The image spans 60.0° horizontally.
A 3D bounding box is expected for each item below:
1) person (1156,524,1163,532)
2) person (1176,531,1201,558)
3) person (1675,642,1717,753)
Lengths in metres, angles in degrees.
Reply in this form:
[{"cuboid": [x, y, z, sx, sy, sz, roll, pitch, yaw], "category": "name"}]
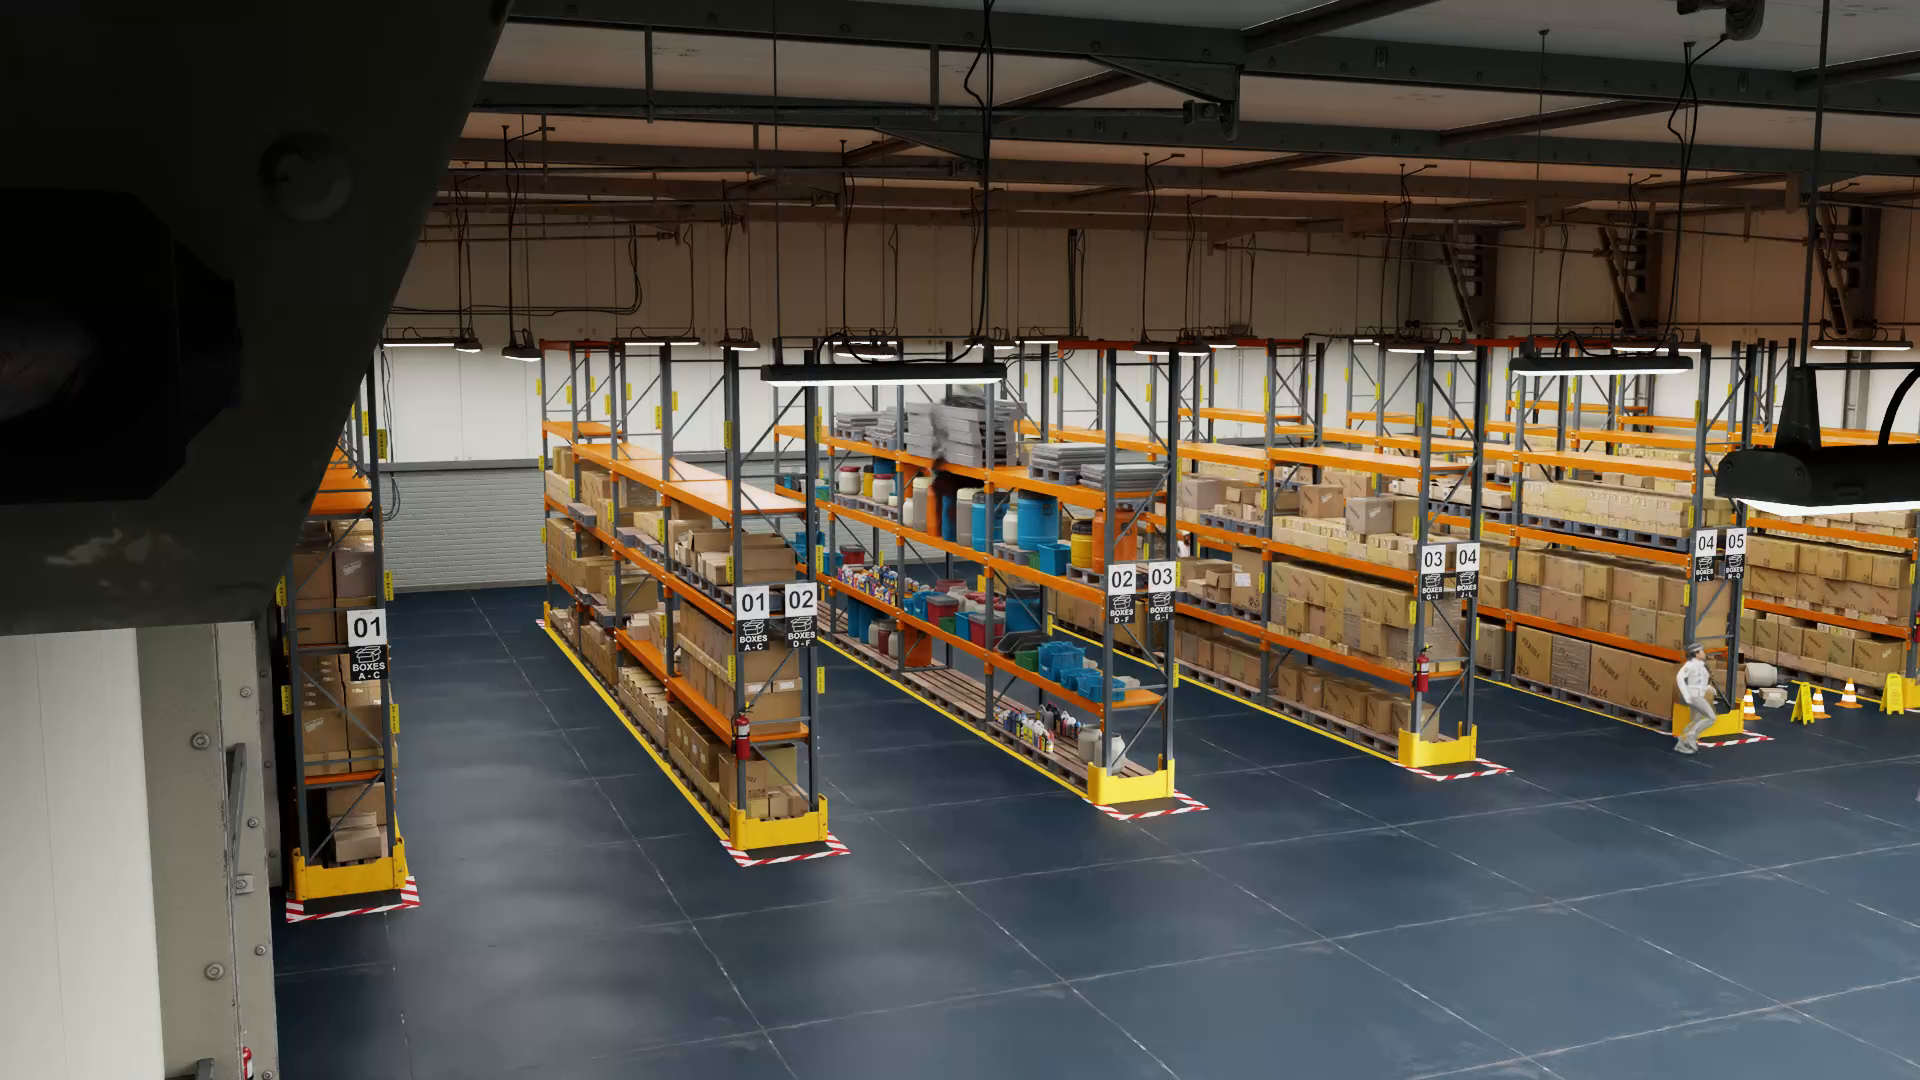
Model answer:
[{"cuboid": [4.541, 0.465, 38.351, 0.702, 1.750, 0.751, -3, 8, -22], "category": "person"}, {"cuboid": [5.078, 0.638, 37.121, 0.689, 1.745, 0.580, -3, 8, -19], "category": "person"}, {"cuboid": [10.929, 2.325, 24.591, 0.560, 1.636, 0.603, 5, 9, 34], "category": "person"}]
